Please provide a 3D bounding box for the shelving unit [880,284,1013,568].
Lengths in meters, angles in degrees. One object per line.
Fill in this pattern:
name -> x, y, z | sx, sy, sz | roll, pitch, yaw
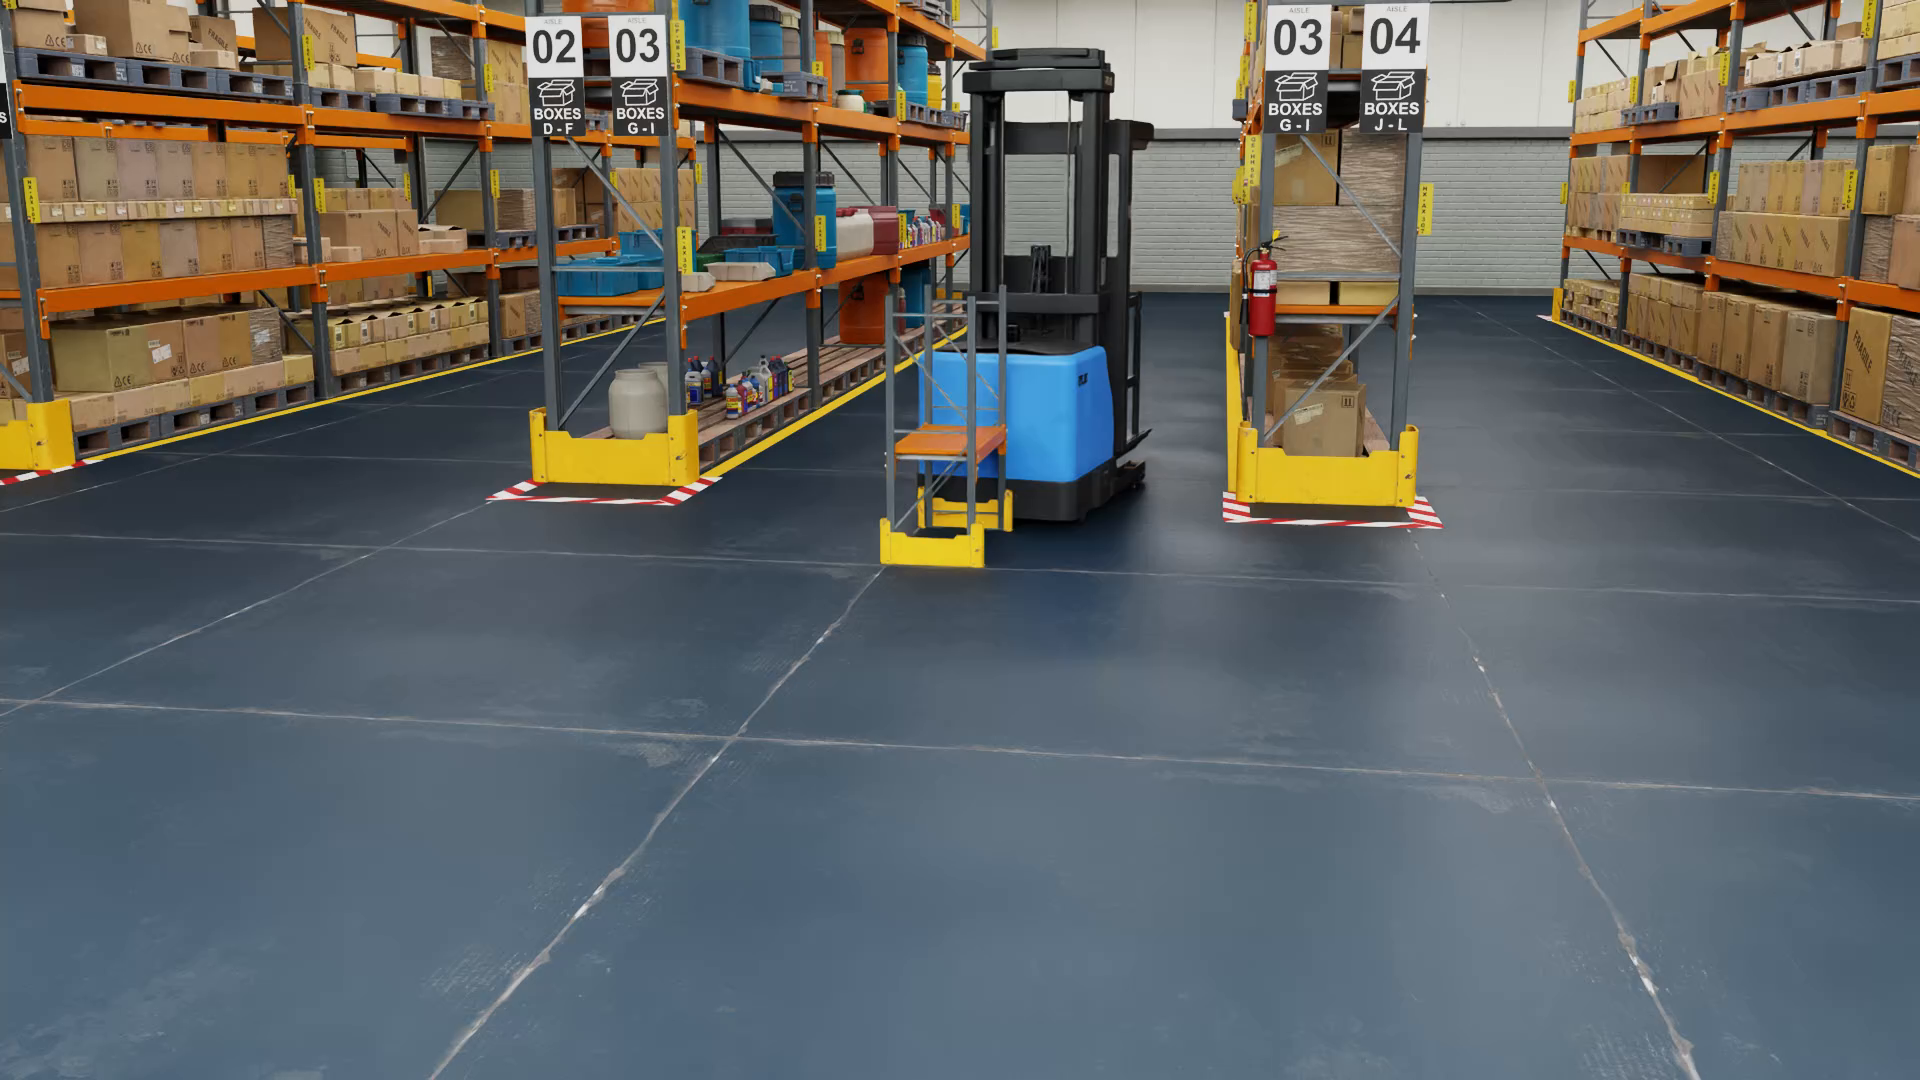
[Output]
shelving unit -> -0.063, -0.698, 9.672 | 0.587, 1.500, 1.083 | 2, 12, 11

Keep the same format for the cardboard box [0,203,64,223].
cardboard box -> -7.066, -2.485, 12.626 | 0.380, 0.149, 0.250 | 2, 12, 8

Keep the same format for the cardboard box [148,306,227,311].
cardboard box -> -7.174, -1.914, 15.504 | 0.500, 0.500, 0.500 | 2, 12, 9

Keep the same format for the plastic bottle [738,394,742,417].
plastic bottle -> -1.843, -1.119, 13.663 | 0.097, 0.201, 0.097 | 0, 12, 0

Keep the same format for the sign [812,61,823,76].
sign -> -1.288, -4.166, 15.064 | 0.100, 0.325, 0.005 | 2, 12, 9

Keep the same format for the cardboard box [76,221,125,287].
cardboard box -> -7.179, -2.299, 13.305 | 0.700, 0.500, 0.500 | 2, 12, 10

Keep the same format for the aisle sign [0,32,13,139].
aisle sign -> -7.047, -3.291, 11.975 | 0.394, 0.787, 0.004 | 2, 12, 9

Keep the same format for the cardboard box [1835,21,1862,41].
cardboard box -> 8.574, -4.604, 15.647 | 0.500, 0.500, 0.500 | 2, 12, 9

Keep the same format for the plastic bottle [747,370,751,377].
plastic bottle -> -1.829, -1.350, 14.542 | 0.061, 0.283, 0.133 | 2, 12, 9

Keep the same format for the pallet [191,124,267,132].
pallet -> -10.481, -5.882, 23.502 | 0.805, 0.209, 1.217 | 1, 12, 6

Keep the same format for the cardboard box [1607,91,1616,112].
cardboard box -> 9.167, -5.997, 22.750 | 0.500, 0.250, 0.500 | 2, 12, 11

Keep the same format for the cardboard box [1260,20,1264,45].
cardboard box -> 2.288, -3.542, 11.599 | 0.380, 0.149, 0.250 | 2, 12, 9

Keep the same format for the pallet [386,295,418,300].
pallet -> -9.819, -4.002, 28.064 | 1.003, 0.211, 1.213 | 2, 12, 9

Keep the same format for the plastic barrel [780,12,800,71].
plastic barrel -> -1.866, -4.676, 16.261 | 0.600, 0.901, 0.600 | 0, 12, 0

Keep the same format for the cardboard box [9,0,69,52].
cardboard box -> -7.247, -3.954, 12.527 | 0.797, 0.503, 0.637 | 3, 12, 13

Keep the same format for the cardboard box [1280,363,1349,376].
cardboard box -> 2.734, -1.090, 12.870 | 0.500, 0.500, 0.500 | 3, 13, 14

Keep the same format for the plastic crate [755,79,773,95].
plastic crate -> -1.678, -3.706, 13.574 | 0.243, 0.136, 0.396 | 2, 12, 9

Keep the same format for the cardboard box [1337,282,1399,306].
cardboard box -> 2.728, -1.651, 11.131 | 0.380, 0.149, 0.250 | 2, 12, 9

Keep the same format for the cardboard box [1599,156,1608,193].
cardboard box -> 9.152, -5.042, 22.953 | 0.500, 0.500, 0.500 | 2, 12, 10

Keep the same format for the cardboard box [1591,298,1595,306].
cardboard box -> 9.318, -3.453, 23.958 | 0.380, 0.149, 0.250 | 3, 12, 12

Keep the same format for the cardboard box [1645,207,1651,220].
cardboard box -> 8.468, -3.926, 19.985 | 0.380, 0.149, 0.250 | 2, 12, 8

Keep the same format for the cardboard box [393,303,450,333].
cardboard box -> -6.100, -2.514, 18.739 | 0.500, 0.311, 0.500 | 2, 12, 8

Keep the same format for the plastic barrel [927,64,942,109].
plastic barrel -> -0.540, -5.948, 21.909 | 0.600, 0.588, 0.600 | 0, 12, 0

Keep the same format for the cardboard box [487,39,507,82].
cardboard box -> -5.957, -5.910, 20.567 | 0.500, 0.500, 0.500 | 2, 12, 9

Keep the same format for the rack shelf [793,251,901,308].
rack shelf -> -1.523, -2.780, 17.481 | 1.077, 0.370, 4.000 | 2, 12, 9

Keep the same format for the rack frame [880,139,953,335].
rack frame -> -0.600, -4.381, 23.201 | 1.000, 3.000, 0.127 | 2, 12, 9

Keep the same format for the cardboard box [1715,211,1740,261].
cardboard box -> 8.229, -3.170, 17.346 | 0.500, 0.500, 0.500 | 2, 12, 9

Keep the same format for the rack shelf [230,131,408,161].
rack shelf -> -10.081, -6.233, 26.382 | 1.077, 0.370, 4.000 | 2, 12, 9

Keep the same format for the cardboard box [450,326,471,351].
cardboard box -> -6.024, -2.346, 19.288 | 0.500, 0.250, 0.500 | 2, 12, 8

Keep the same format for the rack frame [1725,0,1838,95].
rack frame -> 8.564, -6.139, 17.118 | 1.000, 3.000, 0.127 | 2, 12, 9

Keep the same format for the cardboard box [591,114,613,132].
cardboard box -> -5.174, -6.028, 24.082 | 0.500, 0.250, 0.500 | 2, 12, 9

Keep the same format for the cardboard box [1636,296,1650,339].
cardboard box -> 8.724, -2.767, 20.647 | 0.500, 0.500, 0.500 | 2, 12, 11

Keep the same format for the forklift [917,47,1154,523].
forklift -> 0.684, -1.809, 11.432 | 1.130, 2.935, 3.031 | 4, 13, 18

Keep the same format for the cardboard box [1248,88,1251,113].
cardboard box -> 3.276, -4.584, 17.381 | 0.500, 0.250, 0.500 | 2, 12, 10

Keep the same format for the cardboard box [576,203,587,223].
cardboard box -> -5.670, -4.703, 24.460 | 0.500, 0.500, 0.500 | 2, 12, 10

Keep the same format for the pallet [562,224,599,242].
pallet -> -5.724, -4.285, 23.214 | 1.003, 0.211, 1.213 | 2, 12, 9

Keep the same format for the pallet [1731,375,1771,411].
pallet -> 8.179, -1.428, 16.118 | 1.003, 0.211, 1.213 | 2, 12, 9

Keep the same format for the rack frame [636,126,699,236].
rack frame -> -4.878, -5.375, 27.813 | 1.000, 3.000, 0.127 | 2, 12, 9

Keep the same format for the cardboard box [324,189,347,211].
cardboard box -> -10.172, -5.113, 25.885 | 0.980, 0.700, 0.700 | 2, 12, 7

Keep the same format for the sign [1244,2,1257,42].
sign -> 2.515, -4.484, 14.397 | 0.100, 0.325, 0.005 | 2, 12, 9

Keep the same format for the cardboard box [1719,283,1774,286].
cardboard box -> 8.988, -2.797, 19.009 | 0.500, 0.250, 0.500 | 2, 12, 8

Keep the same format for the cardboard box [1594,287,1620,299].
cardboard box -> 9.076, -3.441, 23.198 | 0.380, 0.149, 0.250 | 1, 12, 6

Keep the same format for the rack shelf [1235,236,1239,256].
rack shelf -> 4.602, -4.285, 24.464 | 1.077, 0.370, 4.000 | 2, 12, 9

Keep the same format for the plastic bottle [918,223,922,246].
plastic bottle -> -0.522, -3.924, 21.360 | 0.061, 0.283, 0.133 | 2, 12, 9

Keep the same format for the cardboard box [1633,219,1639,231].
cardboard box -> 8.546, -3.892, 20.532 | 0.380, 0.149, 0.250 | 2, 12, 9

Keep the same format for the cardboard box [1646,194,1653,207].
cardboard box -> 8.467, -4.076, 19.972 | 0.380, 0.149, 0.250 | 2, 12, 11

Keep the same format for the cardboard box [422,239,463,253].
cardboard box -> -5.974, -3.390, 19.202 | 0.380, 0.149, 0.250 | 2, 12, 9

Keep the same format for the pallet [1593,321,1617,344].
pallet -> 9.248, -2.816, 22.561 | 1.003, 0.211, 1.213 | 2, 12, 9

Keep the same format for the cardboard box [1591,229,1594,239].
cardboard box -> 9.232, -4.365, 23.725 | 0.380, 0.149, 0.250 | 2, 12, 11

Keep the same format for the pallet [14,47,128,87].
pallet -> -7.205, -3.614, 12.731 | 1.003, 0.211, 1.213 | 2, 12, 9

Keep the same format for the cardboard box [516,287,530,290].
cardboard box -> -6.042, -3.122, 22.249 | 0.500, 0.500, 0.500 | 1, 12, 7

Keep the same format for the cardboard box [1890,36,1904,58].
cardboard box -> 7.520, -3.852, 12.991 | 0.380, 0.149, 0.250 | 2, 12, 9

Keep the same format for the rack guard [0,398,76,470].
rack guard -> -7.343, -0.817, 12.599 | 1.175, 0.500, 0.348 | 2, 12, 9

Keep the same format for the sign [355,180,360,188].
sign -> -10.321, -6.016, 28.544 | 0.100, 0.325, 0.005 | 2, 12, 9
